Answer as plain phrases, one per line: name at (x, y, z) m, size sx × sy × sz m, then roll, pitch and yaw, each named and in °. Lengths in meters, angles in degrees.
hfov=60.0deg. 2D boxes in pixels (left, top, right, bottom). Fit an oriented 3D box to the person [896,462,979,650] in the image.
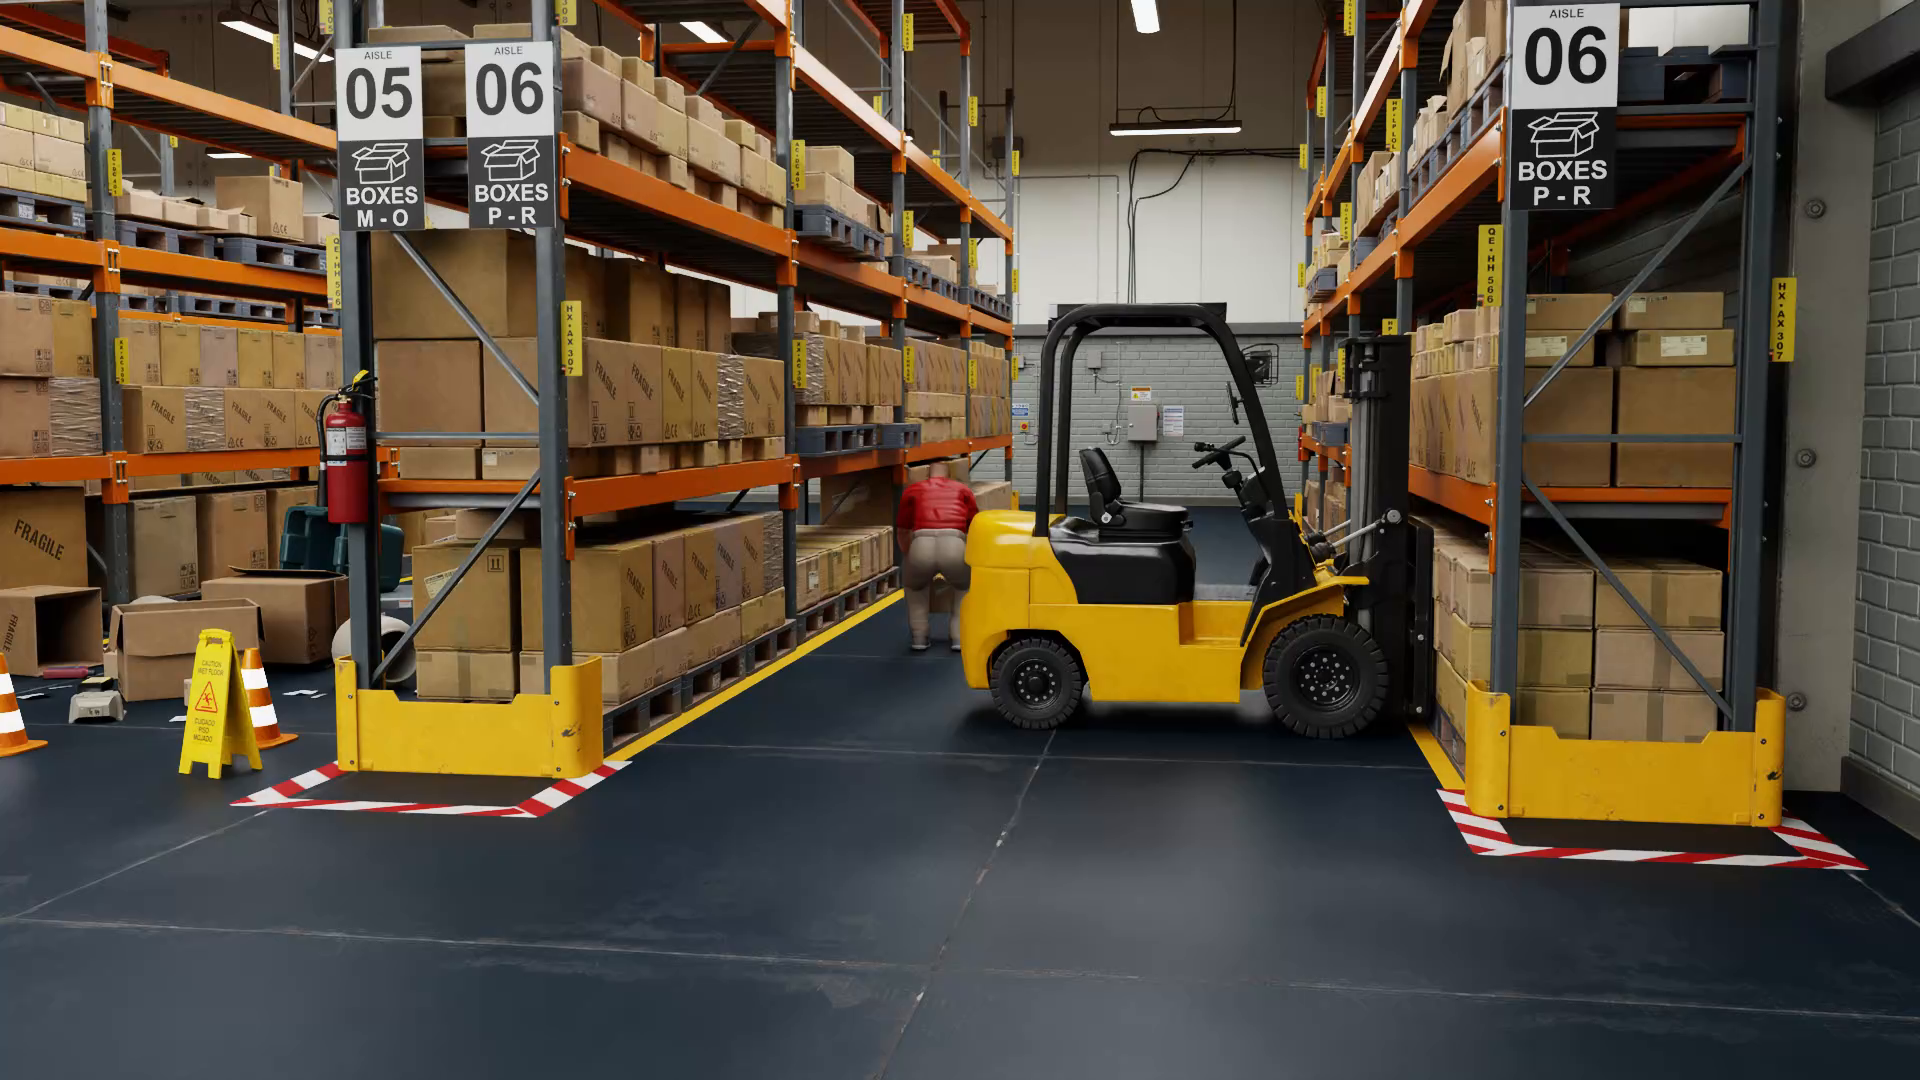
person at (-0.163, 0.110, 11.370) m, size 0.587 × 1.263 × 0.778 m, roll 0°, pitch 4°, yaw 6°
